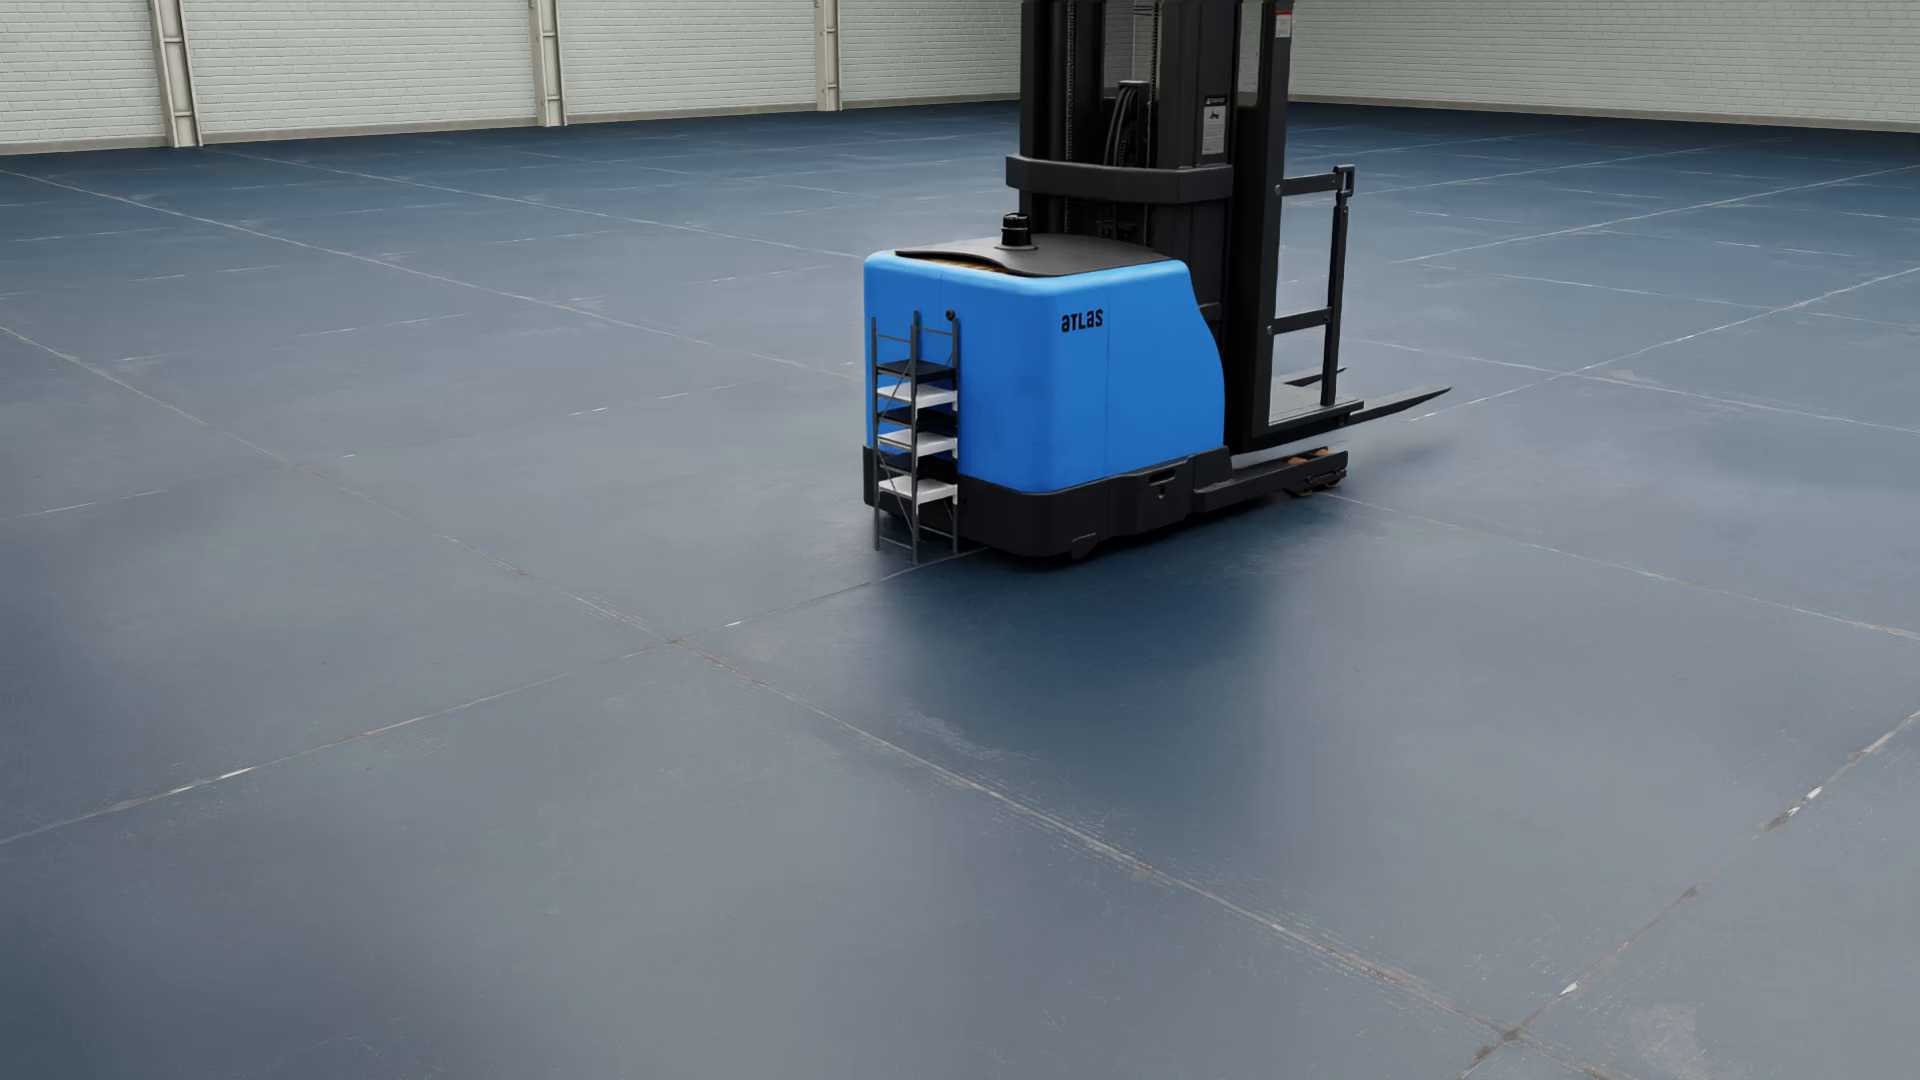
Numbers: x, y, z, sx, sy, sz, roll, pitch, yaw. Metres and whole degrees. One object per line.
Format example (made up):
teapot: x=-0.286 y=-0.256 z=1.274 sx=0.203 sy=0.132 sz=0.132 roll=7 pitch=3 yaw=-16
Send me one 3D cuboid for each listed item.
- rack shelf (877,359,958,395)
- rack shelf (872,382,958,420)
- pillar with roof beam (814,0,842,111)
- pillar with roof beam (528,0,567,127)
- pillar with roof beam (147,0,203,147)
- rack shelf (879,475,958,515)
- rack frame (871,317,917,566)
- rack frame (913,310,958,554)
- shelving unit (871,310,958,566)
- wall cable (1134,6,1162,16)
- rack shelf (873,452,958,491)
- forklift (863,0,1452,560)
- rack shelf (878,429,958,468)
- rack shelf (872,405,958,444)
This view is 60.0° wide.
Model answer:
rack shelf: x=-0.167 y=-0.606 z=6.128 sx=0.200 sy=0.077 sz=0.258 roll=-16 pitch=24 yaw=-40
rack shelf: x=-0.167 y=-0.521 z=6.156 sx=0.200 sy=0.077 sz=0.258 roll=-16 pitch=24 yaw=-40
pillar with roof beam: x=0.447 y=-11.571 z=27.582 sx=0.400 sy=9.000 sz=9.100 roll=-16 pitch=24 yaw=-41
pillar with roof beam: x=-3.912 y=-10.300 z=23.661 sx=0.400 sy=9.000 sz=9.100 roll=-16 pitch=24 yaw=-41
pillar with roof beam: x=-8.272 y=-9.028 z=19.739 sx=0.400 sy=9.000 sz=9.100 roll=-16 pitch=24 yaw=-41
rack shelf: x=-0.167 y=-0.178 z=6.267 sx=0.200 sy=0.077 sz=0.258 roll=-16 pitch=24 yaw=-40
rack frame: x=-0.242 y=-0.360 z=6.135 sx=0.006 sy=0.900 sz=0.240 roll=-16 pitch=24 yaw=-40
rack frame: x=-0.092 y=-0.402 z=6.266 sx=0.006 sy=0.900 sz=0.240 roll=-16 pitch=24 yaw=-40
shelving unit: x=-0.167 y=-0.381 z=6.201 sx=0.210 sy=0.900 sz=0.258 roll=-16 pitch=24 yaw=-40
wall cable: x=4.898 y=-12.658 z=35.969 sx=0.112 sy=2.526 sz=3.097 roll=-16 pitch=24 yaw=-41
rack shelf: x=-0.167 y=-0.264 z=6.239 sx=0.200 sy=0.077 sz=0.258 roll=-16 pitch=24 yaw=-40
forklift: x=1.038 y=-1.683 z=6.923 sx=3.031 sy=2.935 sz=1.130 roll=-16 pitch=24 yaw=-40
rack shelf: x=-0.167 y=-0.349 z=6.211 sx=0.200 sy=0.077 sz=0.258 roll=-16 pitch=24 yaw=-40
rack shelf: x=-0.167 y=-0.435 z=6.183 sx=0.200 sy=0.077 sz=0.258 roll=-16 pitch=24 yaw=-40
